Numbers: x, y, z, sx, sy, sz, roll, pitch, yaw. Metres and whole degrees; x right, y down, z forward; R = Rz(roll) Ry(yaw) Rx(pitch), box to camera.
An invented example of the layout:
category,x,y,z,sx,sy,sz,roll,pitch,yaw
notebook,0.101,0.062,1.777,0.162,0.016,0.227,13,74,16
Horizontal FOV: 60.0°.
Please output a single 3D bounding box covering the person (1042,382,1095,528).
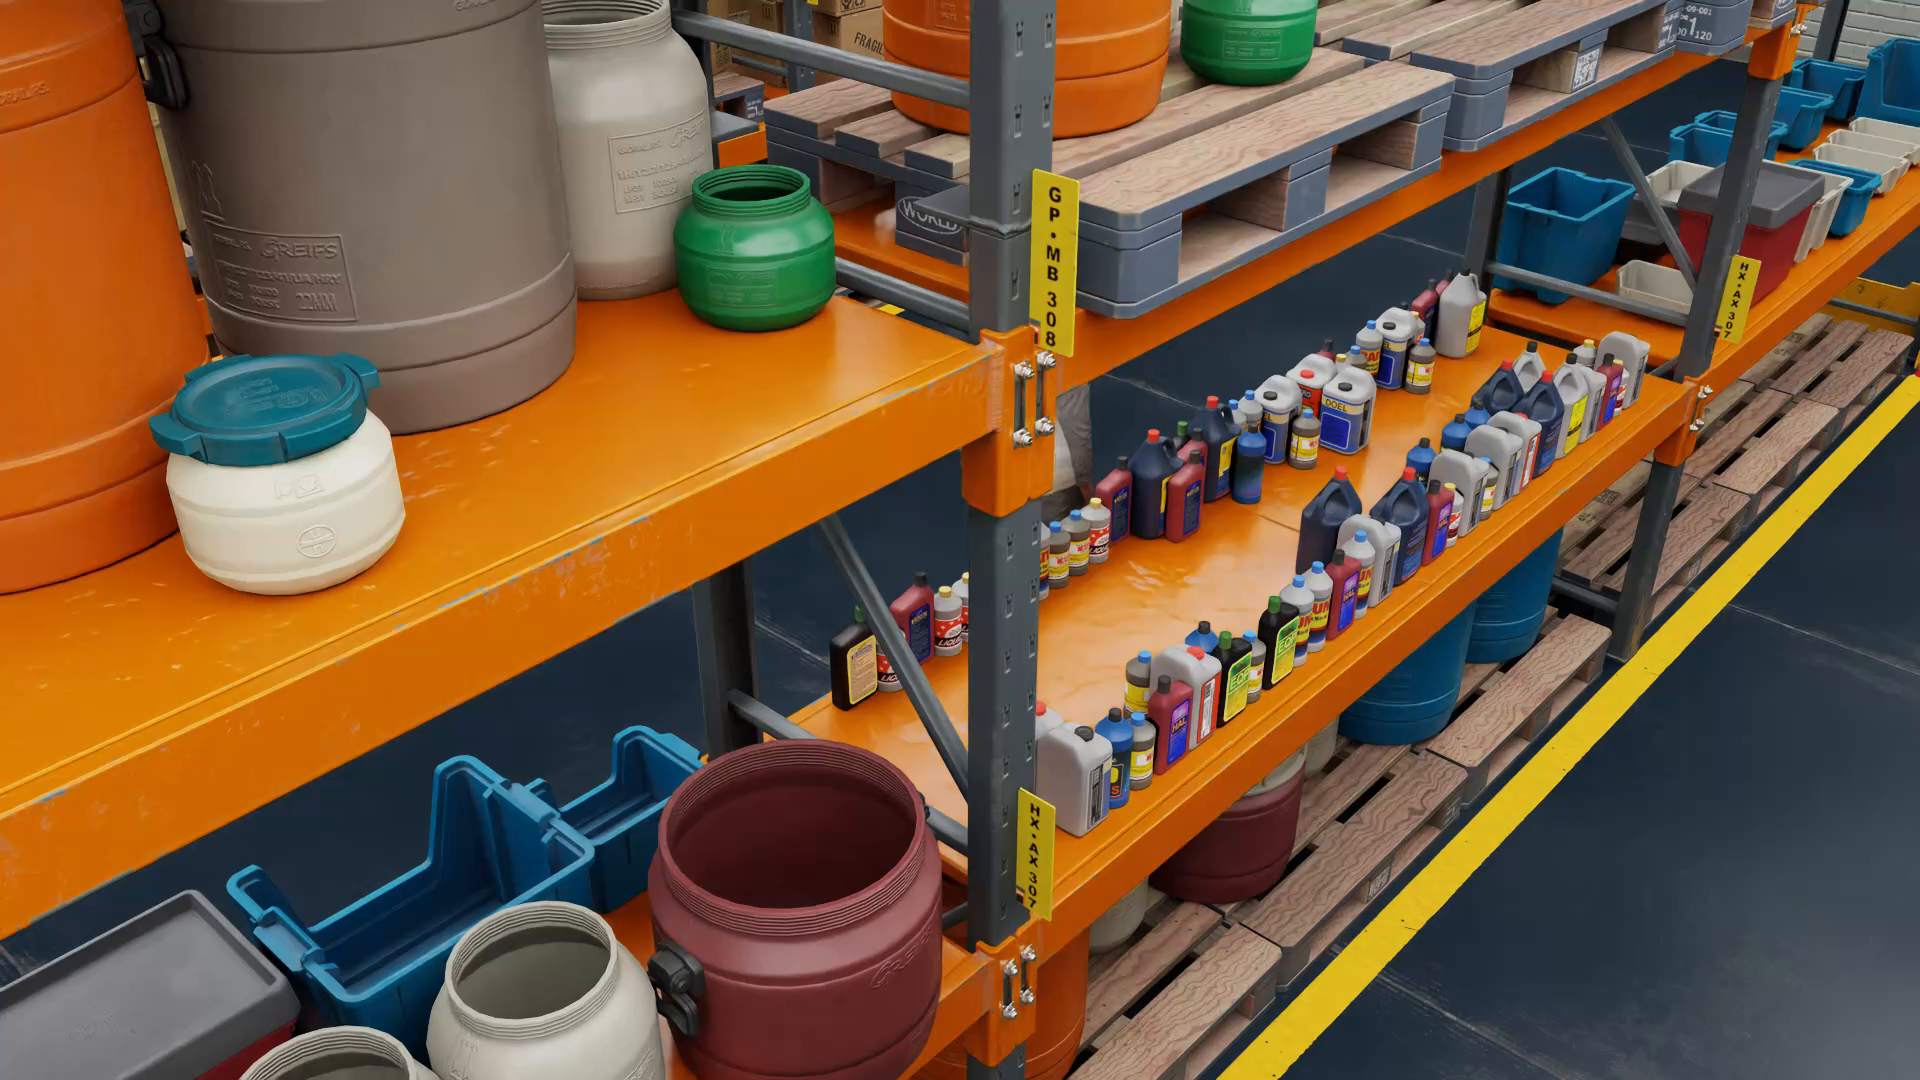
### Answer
category,x,y,z,sx,sy,sz,roll,pitch,yaw
person,0.274,-0.272,6.524,0.548,1.769,0.410,16,35,25
